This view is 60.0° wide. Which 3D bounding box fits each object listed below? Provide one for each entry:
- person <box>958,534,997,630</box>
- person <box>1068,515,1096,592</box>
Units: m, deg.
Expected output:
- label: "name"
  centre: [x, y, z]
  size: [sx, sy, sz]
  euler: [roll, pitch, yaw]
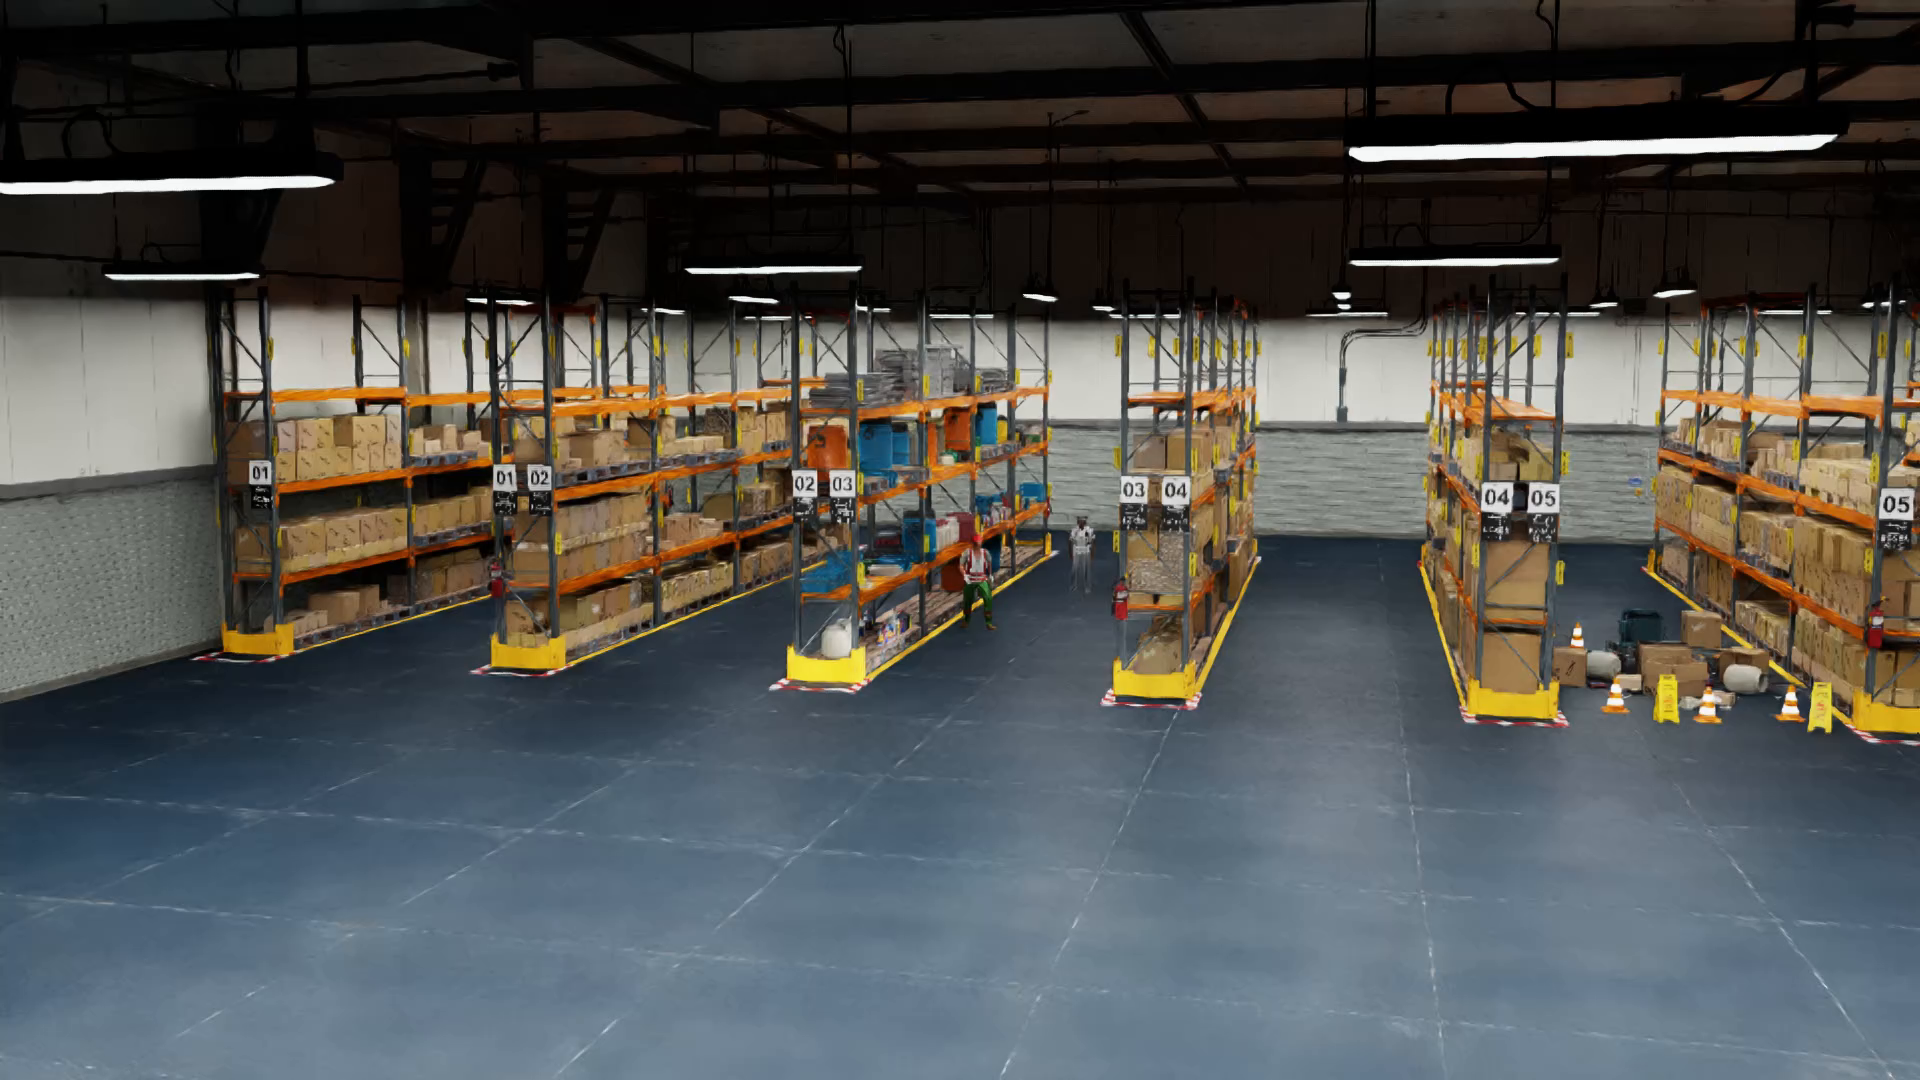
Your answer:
- label: "person"
  centre: [0.298, 0.730, 29.689]
  size: [0.677, 1.715, 0.824]
  euler: [-1, 7, -5]
- label: "person"
  centre: [2.511, 0.269, 34.270]
  size: [0.592, 1.629, 0.531]
  euler: [1, 7, 11]
